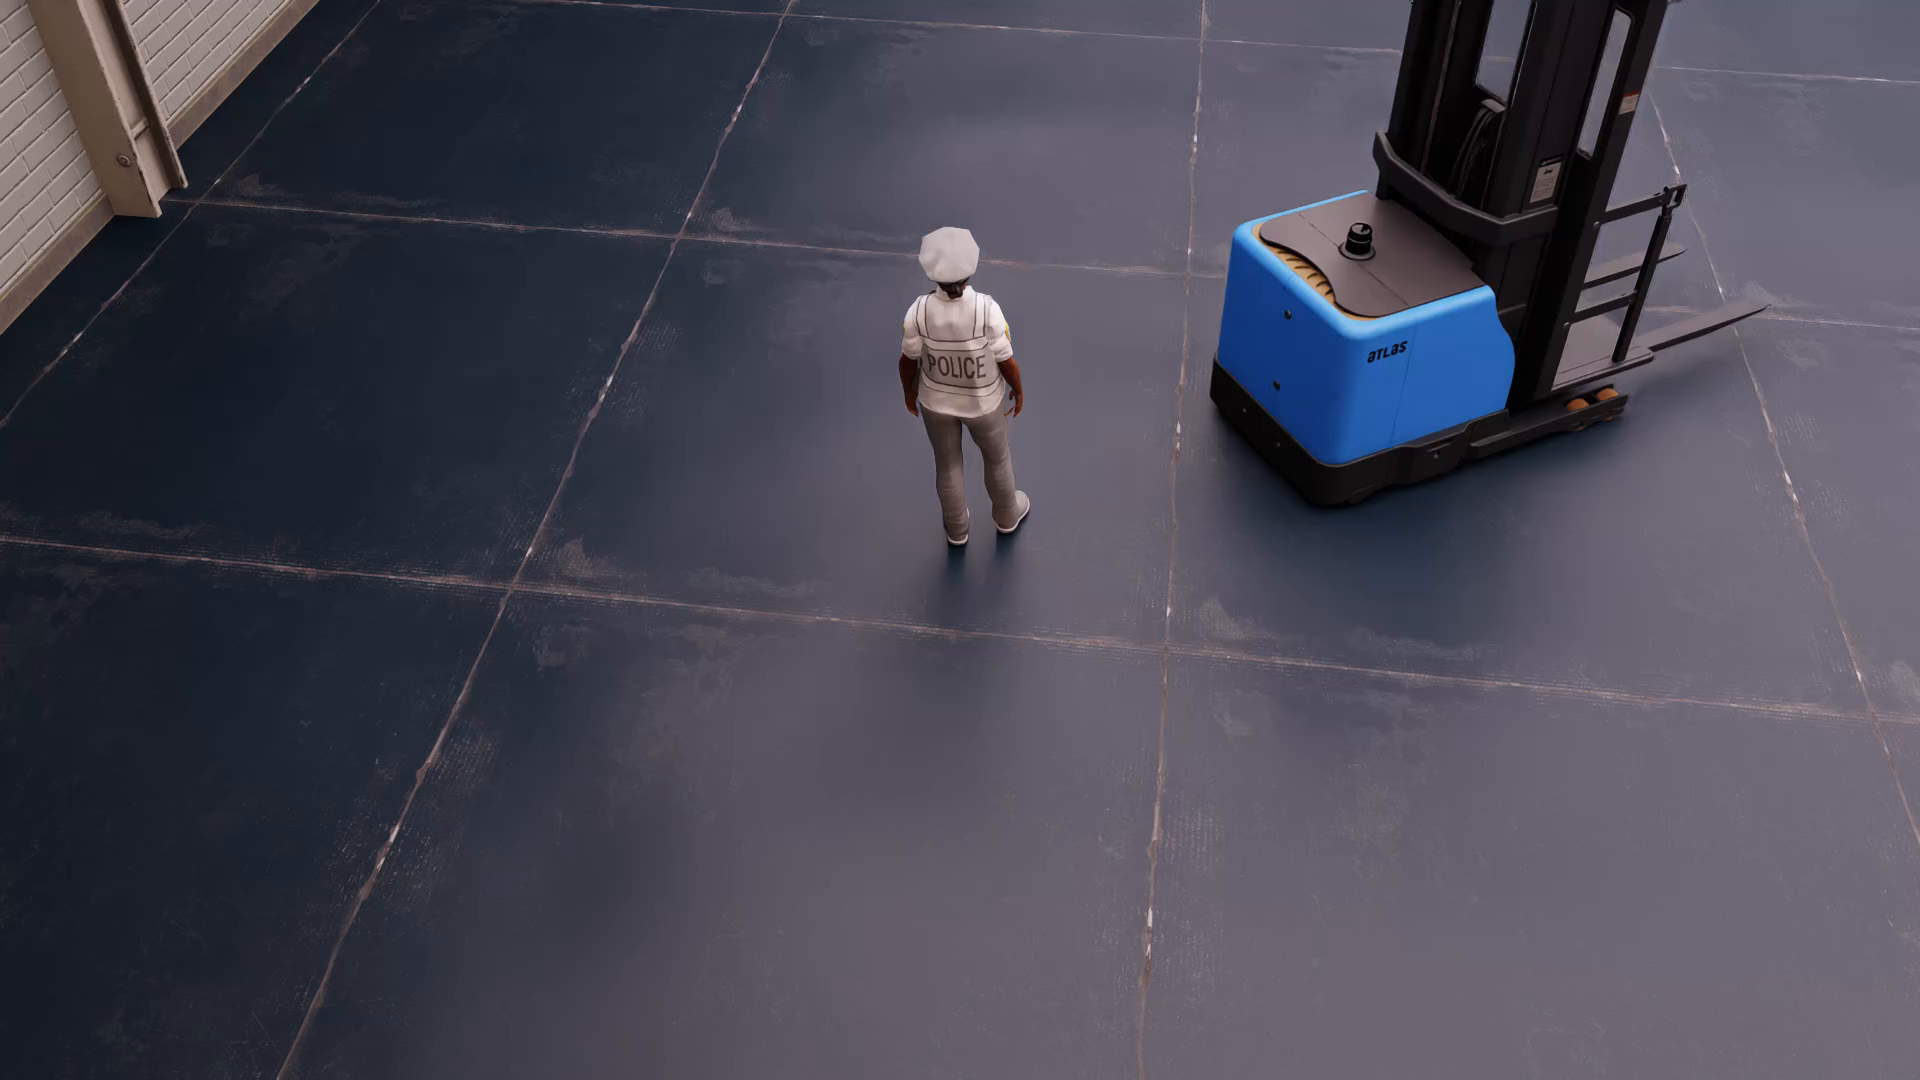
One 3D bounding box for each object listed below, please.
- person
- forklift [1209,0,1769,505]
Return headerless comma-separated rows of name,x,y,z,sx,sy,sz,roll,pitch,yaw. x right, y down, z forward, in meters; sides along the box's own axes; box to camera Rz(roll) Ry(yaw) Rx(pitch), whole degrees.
person,0.029,-0.678,7.365,0.570,1.695,0.530,5,43,6
forklift,2.846,-1.937,7.833,3.031,2.935,1.130,-18,46,-19
